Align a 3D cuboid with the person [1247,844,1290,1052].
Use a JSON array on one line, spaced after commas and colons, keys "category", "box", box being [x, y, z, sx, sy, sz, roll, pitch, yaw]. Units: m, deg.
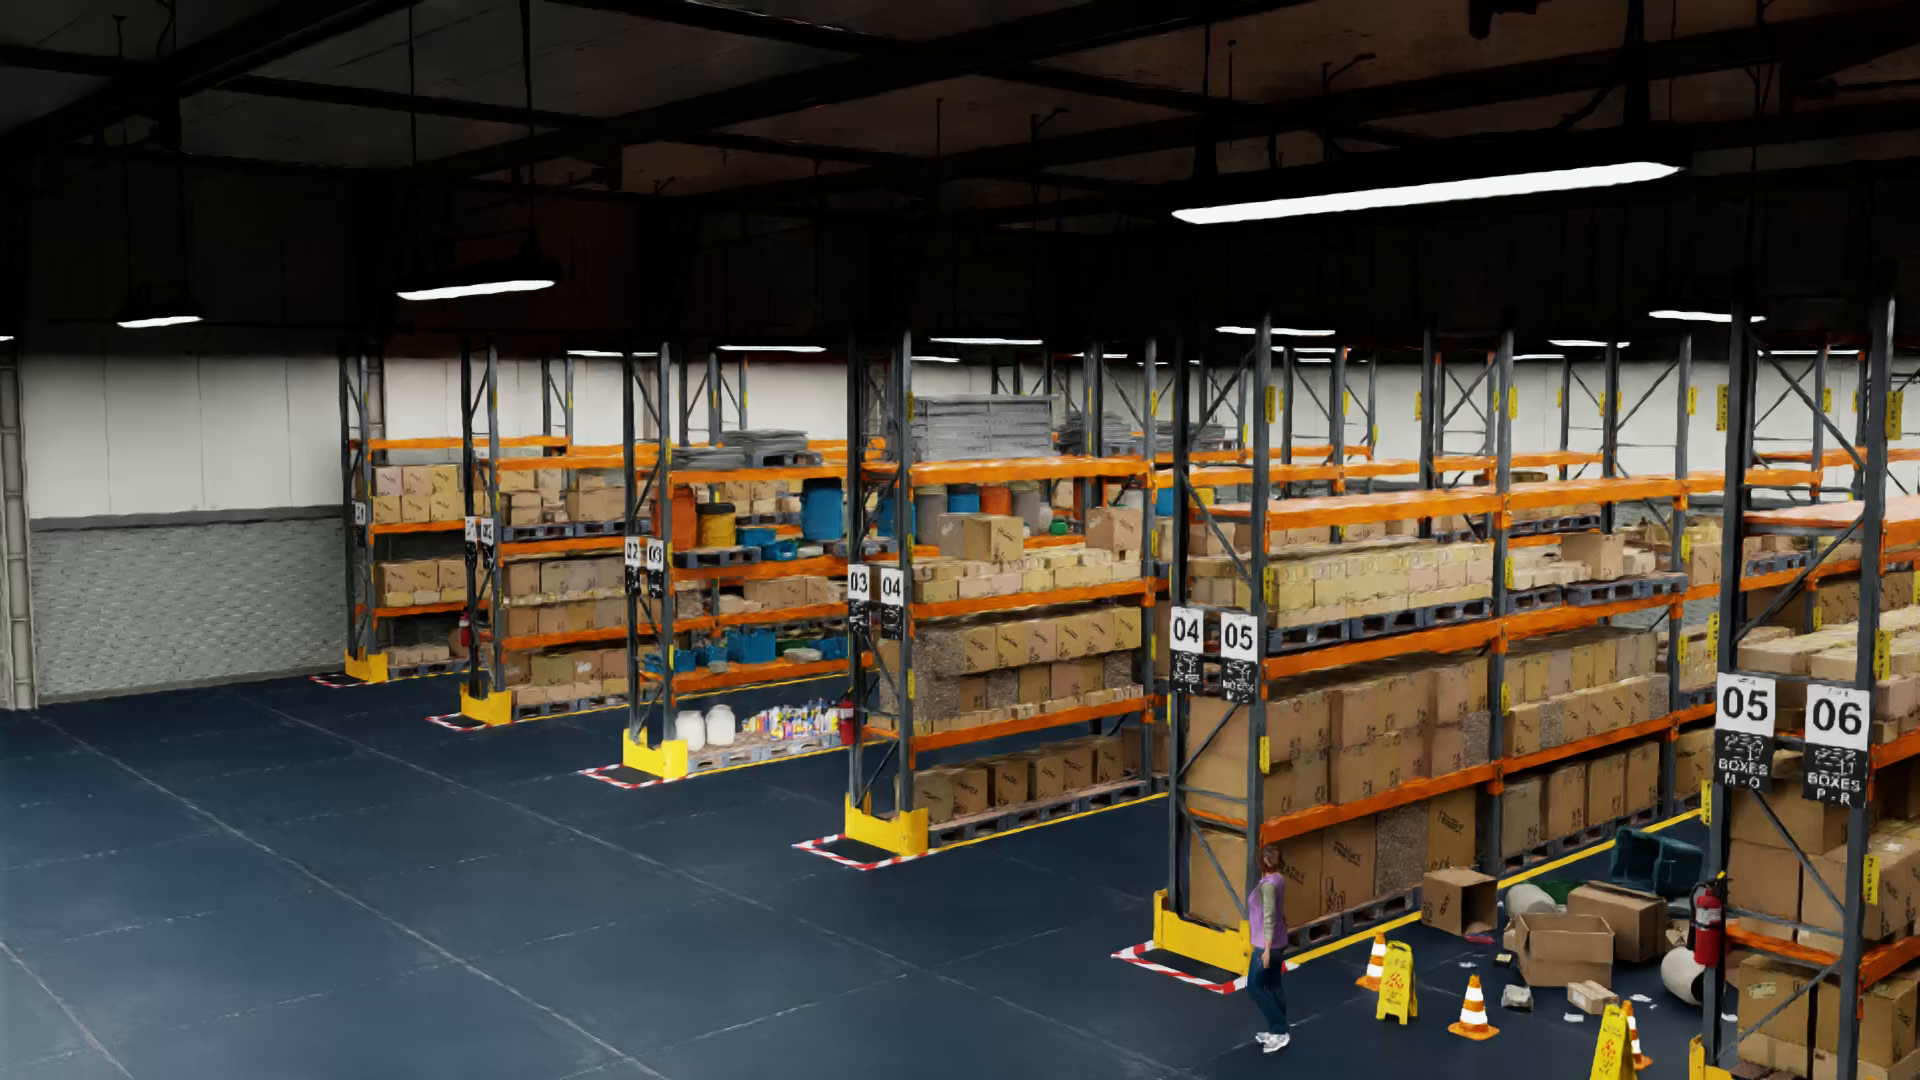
[{"category": "person", "box": [2.441, 3.193, 13.067, 0.365, 1.592, 0.521, 2, 6, 23]}]
